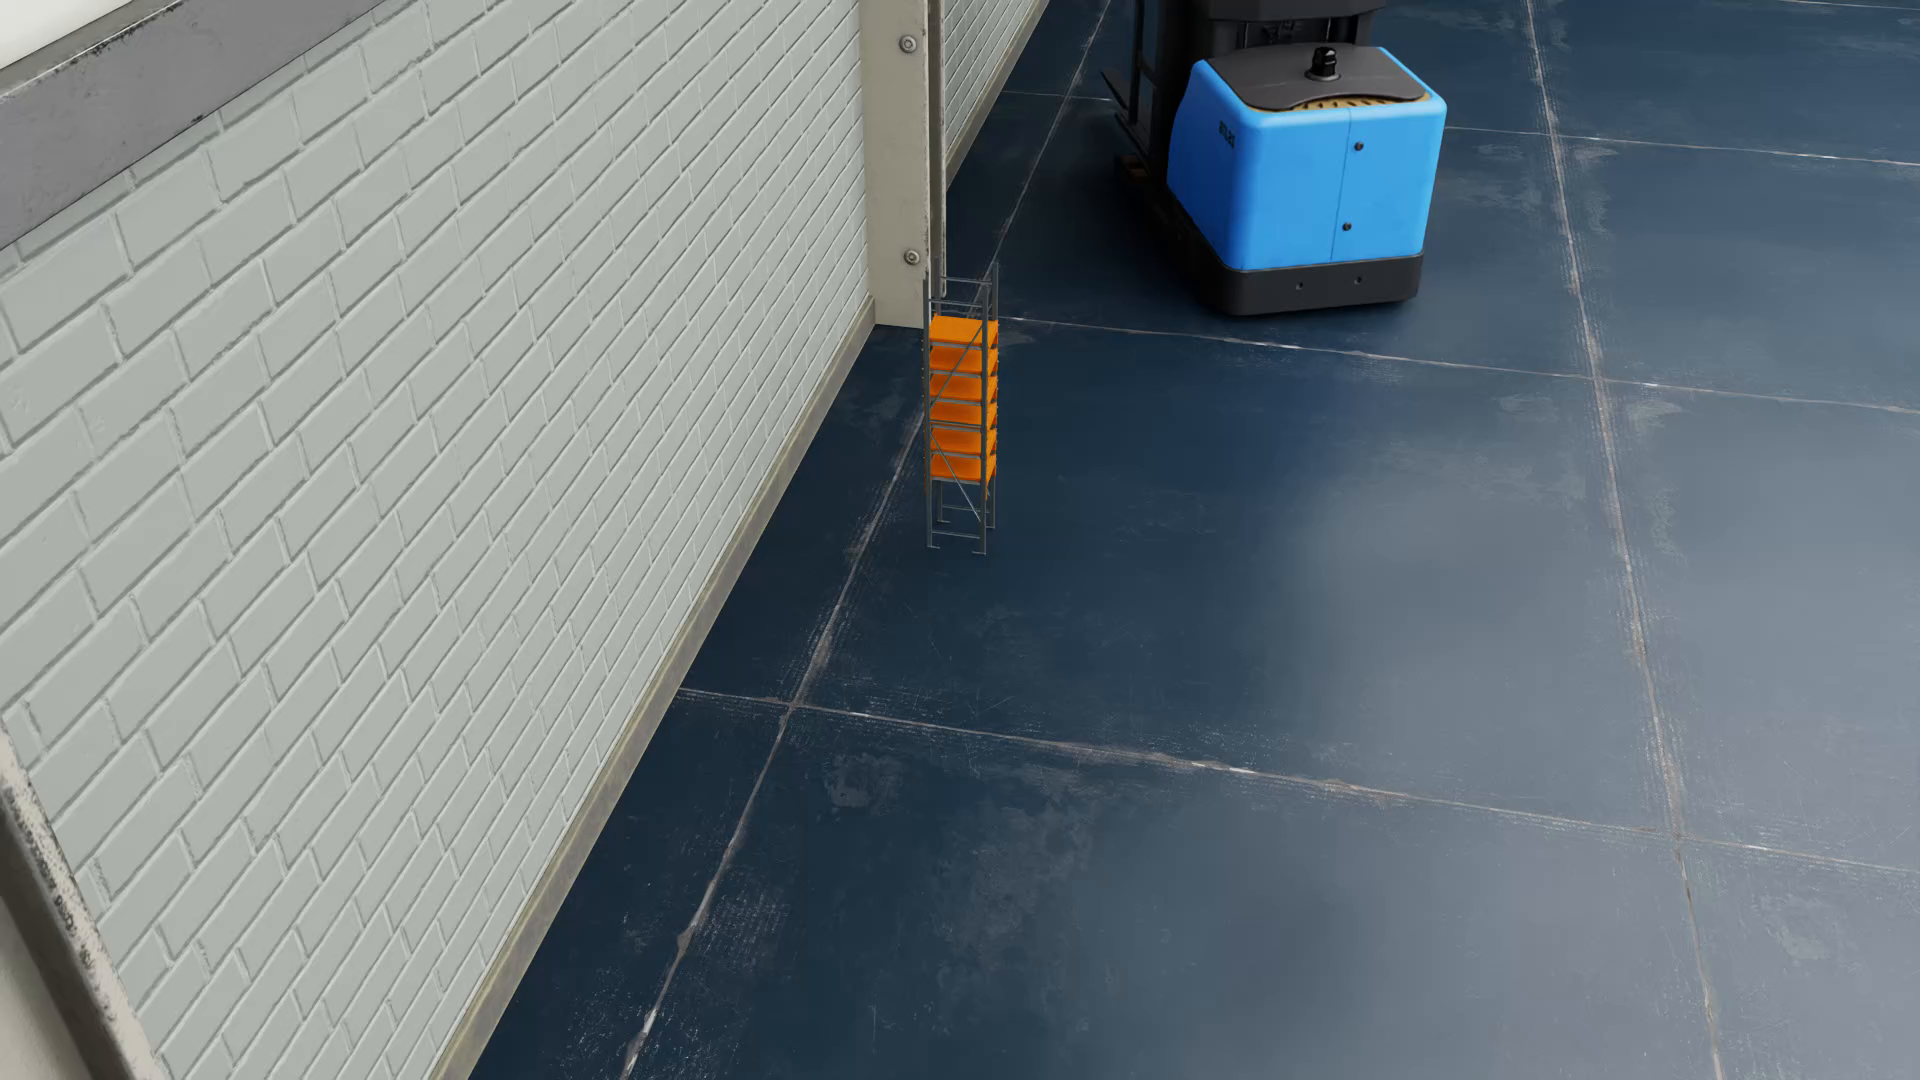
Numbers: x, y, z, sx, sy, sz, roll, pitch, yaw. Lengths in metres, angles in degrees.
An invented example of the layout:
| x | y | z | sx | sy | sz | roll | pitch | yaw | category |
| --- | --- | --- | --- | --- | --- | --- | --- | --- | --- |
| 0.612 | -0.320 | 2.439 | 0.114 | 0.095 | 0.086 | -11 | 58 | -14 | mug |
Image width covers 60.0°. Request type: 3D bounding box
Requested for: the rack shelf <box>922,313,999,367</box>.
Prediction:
| x | y | z | sx | sy | sz | roll | pitch | yaw | category |
| --- | --- | --- | --- | --- | --- | --- | --- | --- | --- |
| 0.003 | -0.750 | 6.224 | 0.258 | 0.103 | 0.180 | 7 | 37 | 10 | rack shelf |

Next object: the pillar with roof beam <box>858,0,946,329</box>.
| x | y | z | sx | sy | sz | roll | pitch | yaw | category |
| --- | --- | --- | --- | --- | --- | --- | --- | --- | --- |
| 3.944 | -4.275 | 4.980 | 9.100 | 9.000 | 0.400 | 7 | 37 | 10 | pillar with roof beam |

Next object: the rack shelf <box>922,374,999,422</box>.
| x | y | z | sx | sy | sz | roll | pitch | yaw | category |
| --- | --- | --- | --- | --- | --- | --- | --- | --- | --- |
| 0.003 | -0.555 | 6.365 | 0.258 | 0.103 | 0.180 | 7 | 37 | 10 | rack shelf |

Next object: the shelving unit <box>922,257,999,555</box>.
| x | y | z | sx | sy | sz | roll | pitch | yaw | category |
| --- | --- | --- | --- | --- | --- | --- | --- | --- | --- |
| 0.003 | -0.494 | 6.409 | 0.258 | 1.200 | 0.189 | 7 | 37 | 10 | shelving unit |

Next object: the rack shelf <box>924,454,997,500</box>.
| x | y | z | sx | sy | sz | roll | pitch | yaw | category |
| --- | --- | --- | --- | --- | --- | --- | --- | --- | --- |
| 0.003 | -0.264 | 6.576 | 0.258 | 0.103 | 0.180 | 7 | 37 | 10 | rack shelf |

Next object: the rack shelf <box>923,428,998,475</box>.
| x | y | z | sx | sy | sz | roll | pitch | yaw | category |
| --- | --- | --- | --- | --- | --- | --- | --- | --- | --- |
| 0.003 | -0.361 | 6.506 | 0.258 | 0.103 | 0.180 | 7 | 37 | 10 | rack shelf |

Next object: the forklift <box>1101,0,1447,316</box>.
| x | y | z | sx | sy | sz | roll | pitch | yaw | category |
| --- | --- | --- | --- | --- | --- | --- | --- | --- | --- |
| 1.510 | -3.147 | 8.594 | 1.130 | 2.935 | 3.031 | -7 | 36 | -9 | forklift |

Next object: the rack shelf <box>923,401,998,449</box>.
| x | y | z | sx | sy | sz | roll | pitch | yaw | category |
| --- | --- | --- | --- | --- | --- | --- | --- | --- | --- |
| 0.003 | -0.458 | 6.435 | 0.258 | 0.103 | 0.180 | 7 | 37 | 10 | rack shelf |

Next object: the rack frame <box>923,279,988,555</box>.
| x | y | z | sx | sy | sz | roll | pitch | yaw | category |
| --- | --- | --- | --- | --- | --- | --- | --- | --- | --- |
| -0.016 | -0.442 | 6.337 | 0.240 | 1.200 | 0.006 | 7 | 37 | 10 | rack frame |

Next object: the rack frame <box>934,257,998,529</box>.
| x | y | z | sx | sy | sz | roll | pitch | yaw | category |
| --- | --- | --- | --- | --- | --- | --- | --- | --- | --- |
| 0.023 | -0.547 | 6.482 | 0.240 | 1.200 | 0.006 | 7 | 37 | 10 | rack frame |

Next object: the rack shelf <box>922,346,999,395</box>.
| x | y | z | sx | sy | sz | roll | pitch | yaw | category |
| --- | --- | --- | --- | --- | --- | --- | --- | --- | --- |
| 0.003 | -0.652 | 6.295 | 0.258 | 0.103 | 0.180 | 7 | 37 | 10 | rack shelf |
